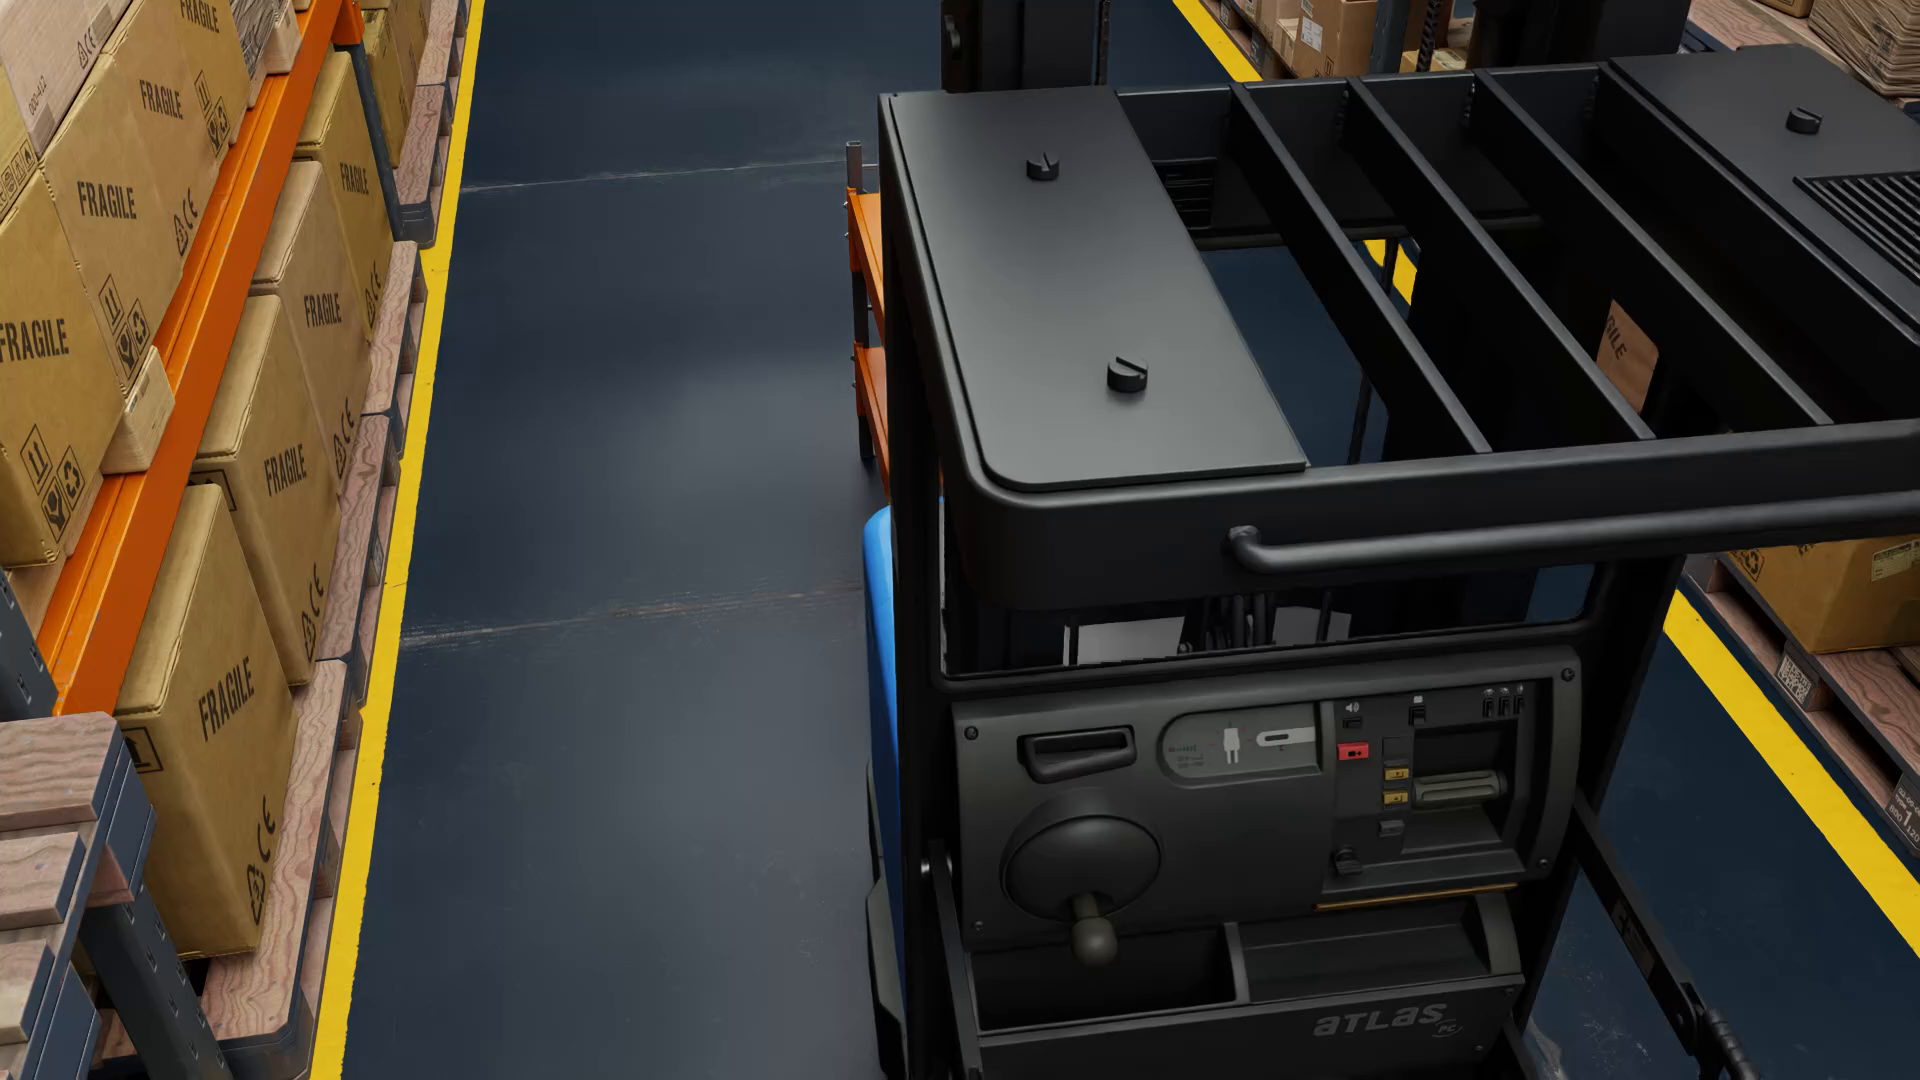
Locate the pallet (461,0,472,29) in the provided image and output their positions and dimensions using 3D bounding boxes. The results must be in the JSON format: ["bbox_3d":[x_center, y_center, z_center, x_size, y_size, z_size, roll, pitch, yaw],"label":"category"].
[{"bbox_3d":[-3.164,-3.051,9.006,1.003,0.211,1.213,-6,38,-8],"label":"pallet"}]

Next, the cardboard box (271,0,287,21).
[{"bbox_3d":[-2.252,-1.817,4.804,0.500,0.500,0.500,-6,38,-8],"label":"cardboard box"}]

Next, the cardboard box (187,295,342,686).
[{"bbox_3d":[-2.126,-0.100,4.344,0.750,0.750,0.750,-6,38,-8],"label":"cardboard box"}]

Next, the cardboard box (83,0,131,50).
[{"bbox_3d":[-1.991,-1.184,3.378,0.500,0.250,0.500,-6,38,-8],"label":"cardboard box"}]

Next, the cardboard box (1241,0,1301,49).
[{"bbox_3d":[1.685,-2.625,8.017,0.500,0.311,0.500,-6,38,-8],"label":"cardboard box"}]

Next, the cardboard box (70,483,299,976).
[{"bbox_3d":[-1.979,0.430,3.662,0.750,0.750,0.750,-7,38,-9],"label":"cardboard box"}]

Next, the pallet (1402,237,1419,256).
[{"bbox_3d":[2.376,-1.158,6.568,1.003,0.211,1.213,-6,38,-8],"label":"pallet"}]

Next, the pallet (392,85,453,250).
[{"bbox_3d":[-2.736,-1.578,7.109,1.003,0.211,1.213,-6,38,-8],"label":"pallet"}]

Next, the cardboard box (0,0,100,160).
[{"bbox_3d":[-1.900,-0.883,2.990,0.500,0.250,0.500,-7,38,-9],"label":"cardboard box"}]

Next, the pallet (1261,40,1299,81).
[{"bbox_3d":[2.077,-2.060,7.730,1.003,0.211,1.213,-6,38,-8],"label":"pallet"}]

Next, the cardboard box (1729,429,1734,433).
[{"bbox_3d":[2.412,-0.369,4.959,0.500,0.500,0.500,-8,38,-10],"label":"cardboard box"}]

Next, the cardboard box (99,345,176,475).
[{"bbox_3d":[-1.807,-0.250,3.316,0.380,0.149,0.250,-5,38,-7],"label":"cardboard box"}]

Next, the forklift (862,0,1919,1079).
[{"bbox_3d":[0.487,0.461,2.267,1.130,2.935,3.031,-5,38,-6],"label":"forklift"}]

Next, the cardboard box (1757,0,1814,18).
[{"bbox_3d":[2.567,-1.891,4.815,0.700,0.500,0.500,-16,41,-19],"label":"cardboard box"}]

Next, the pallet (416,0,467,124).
[{"bbox_3d":[-2.954,-2.316,8.059,1.003,0.211,1.213,-6,38,-8],"label":"pallet"}]

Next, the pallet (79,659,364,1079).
[{"bbox_3d":[-2.043,0.822,4.020,1.003,0.211,1.213,-6,38,-8],"label":"pallet"}]

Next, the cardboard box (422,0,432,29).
[{"bbox_3d":[-2.984,-2.788,8.089,0.700,0.500,0.500,-7,38,-9],"label":"cardboard box"}]

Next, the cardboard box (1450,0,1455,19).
[{"bbox_3d":[2.174,-2.599,8.102,0.380,0.166,0.250,-6,38,-8],"label":"cardboard box"}]

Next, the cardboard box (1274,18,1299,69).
[{"bbox_3d":[1.692,-2.328,7.767,0.380,0.149,0.250,-6,38,-8],"label":"cardboard box"}]

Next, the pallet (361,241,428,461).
[{"bbox_3d":[-2.471,-0.652,5.917,1.003,0.211,1.213,-6,38,-8],"label":"pallet"}]

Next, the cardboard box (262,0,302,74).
[{"bbox_3d":[-2.169,-1.482,4.901,0.380,0.149,0.250,-6,38,-8],"label":"cardboard box"}]

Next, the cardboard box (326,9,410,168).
[{"bbox_3d":[-2.710,-1.853,6.885,0.700,0.500,0.500,-6,38,-7],"label":"cardboard box"}]

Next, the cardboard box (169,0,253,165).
[{"bbox_3d":[-2.080,-1.212,4.025,0.500,0.500,0.500,-5,38,-7],"label":"cardboard box"}]

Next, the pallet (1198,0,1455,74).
[{"bbox_3d":[1.859,-2.798,8.680,1.003,0.211,1.213,-6,38,-8],"label":"pallet"}]

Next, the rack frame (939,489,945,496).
[{"bbox_3d":[0.088,-0.141,4.515,0.500,1.125,0.032,-6,38,-8],"label":"rack frame"}]

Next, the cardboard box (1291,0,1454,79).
[{"bbox_3d":[1.817,-2.247,7.376,0.500,0.500,0.500,-6,38,-8],"label":"cardboard box"}]

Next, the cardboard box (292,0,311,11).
[{"bbox_3d":[-2.275,-1.796,5.306,0.380,0.149,0.250,-6,38,-7],"label":"cardboard box"}]

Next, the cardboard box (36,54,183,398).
[{"bbox_3d":[-1.895,-0.598,3.235,0.500,0.500,0.500,-5,38,-6],"label":"cardboard box"}]

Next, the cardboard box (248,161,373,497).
[{"bbox_3d":[-2.280,-0.613,5.004,0.750,0.750,0.750,-5,38,-7],"label":"cardboard box"}]

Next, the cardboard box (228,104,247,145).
[{"bbox_3d":[-2.163,-1.174,4.505,0.380,0.149,0.250,-7,38,-9],"label":"cardboard box"}]

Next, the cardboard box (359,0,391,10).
[{"bbox_3d":[-2.591,-2.335,6.977,0.380,0.149,0.250,-5,38,-6],"label":"cardboard box"}]

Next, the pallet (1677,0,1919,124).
[{"bbox_3d":[2.552,-1.429,4.800,1.003,0.211,1.213,-6,38,-8],"label":"pallet"}]

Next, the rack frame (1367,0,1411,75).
[{"bbox_3d":[2.196,-2.746,6.340,1.000,3.000,0.127,-6,38,-8],"label":"rack frame"}]

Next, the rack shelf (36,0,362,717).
[{"bbox_3d":[-2.330,-0.719,4.317,1.077,0.370,4.000,-6,38,-8],"label":"rack shelf"}]

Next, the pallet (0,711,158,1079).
[{"bbox_3d":[-1.749,0.700,2.061,1.213,0.211,1.003,-6,38,-8],"label":"pallet"}]

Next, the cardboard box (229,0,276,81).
[{"bbox_3d":[-2.172,-1.513,4.412,0.500,0.500,0.500,-6,38,-8],"label":"cardboard box"}]

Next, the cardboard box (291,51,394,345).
[{"bbox_3d":[-2.438,-1.150,5.695,0.750,0.750,0.750,-6,38,-7],"label":"cardboard box"}]

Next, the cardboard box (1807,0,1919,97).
[{"bbox_3d":[2.704,-1.477,4.282,0.700,0.500,0.500,0,38,1],"label":"cardboard box"}]

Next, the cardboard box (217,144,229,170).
[{"bbox_3d":[-2.127,-1.012,4.297,0.380,0.149,0.250,-5,38,-7],"label":"cardboard box"}]

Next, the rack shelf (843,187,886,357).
[{"bbox_3d":[-0.001,-0.679,4.731,0.538,0.278,1.000,-6,38,-8],"label":"rack shelf"}]

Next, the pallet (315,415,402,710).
[{"bbox_3d":[-2.253,0.086,4.967,1.003,0.211,1.213,-6,38,-8],"label":"pallet"}]

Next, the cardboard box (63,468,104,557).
[{"bbox_3d":[-1.844,-0.081,3.098,0.380,0.149,0.250,-6,38,-7],"label":"cardboard box"}]

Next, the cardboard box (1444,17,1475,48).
[{"bbox_3d":[2.335,-2.135,7.386,0.500,0.311,0.500,-6,38,-8],"label":"cardboard box"}]

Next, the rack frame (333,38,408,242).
[{"bbox_3d":[-2.680,-2.211,5.651,1.000,3.000,0.127,-6,38,-8],"label":"rack frame"}]

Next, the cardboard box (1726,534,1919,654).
[{"bbox_3d":[2.502,-0.057,4.557,0.500,0.500,0.500,-5,38,-6],"label":"cardboard box"}]

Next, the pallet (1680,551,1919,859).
[{"bbox_3d":[2.804,0.316,4.671,1.003,0.211,1.213,-6,38,-8],"label":"pallet"}]

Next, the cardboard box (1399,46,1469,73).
[{"bbox_3d":[2.041,-1.615,6.562,0.500,0.500,0.500,-8,39,-10],"label":"cardboard box"}]

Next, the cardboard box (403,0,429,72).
[{"bbox_3d":[-2.883,-2.467,7.675,0.700,0.500,0.500,-5,38,-7],"label":"cardboard box"}]

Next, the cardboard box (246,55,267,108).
[{"bbox_3d":[-2.192,-1.327,4.702,0.380,0.149,0.250,-6,38,-8],"label":"cardboard box"}]

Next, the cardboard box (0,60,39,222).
[{"bbox_3d":[-1.810,-0.576,2.594,0.500,0.250,0.500,-5,38,-7],"label":"cardboard box"}]

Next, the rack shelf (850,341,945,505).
[{"bbox_3d":[-0.001,-0.255,5.060,0.538,0.278,1.000,-6,38,-8],"label":"rack shelf"}]

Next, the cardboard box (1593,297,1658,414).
[{"bbox_3d":[2.314,-0.685,5.366,0.500,0.500,0.500,-8,38,-10],"label":"cardboard box"}]

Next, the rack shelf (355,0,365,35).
[{"bbox_3d":[-3.031,-3.135,7.427,1.077,0.370,4.000,-6,38,-8],"label":"rack shelf"}]

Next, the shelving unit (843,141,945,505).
[{"bbox_3d":[-0.001,-0.448,4.910,0.538,1.125,1.048,-6,38,-8],"label":"shelving unit"}]

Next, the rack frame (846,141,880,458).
[{"bbox_3d":[-0.090,-0.755,5.305,0.500,1.125,0.032,-6,38,-8],"label":"rack frame"}]

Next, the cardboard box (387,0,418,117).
[{"bbox_3d":[-2.795,-2.156,7.276,0.700,0.500,0.500,-7,38,-8],"label":"cardboard box"}]

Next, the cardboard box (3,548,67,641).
[{"bbox_3d":[-1.809,0.072,2.900,0.380,0.149,0.250,-7,38,-9],"label":"cardboard box"}]

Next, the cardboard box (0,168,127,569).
[{"bbox_3d":[-1.812,-0.281,2.826,0.500,0.500,0.500,-5,38,-7],"label":"cardboard box"}]

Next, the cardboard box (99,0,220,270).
[{"bbox_3d":[-1.981,-0.898,3.621,0.500,0.500,0.500,-6,38,-8],"label":"cardboard box"}]
